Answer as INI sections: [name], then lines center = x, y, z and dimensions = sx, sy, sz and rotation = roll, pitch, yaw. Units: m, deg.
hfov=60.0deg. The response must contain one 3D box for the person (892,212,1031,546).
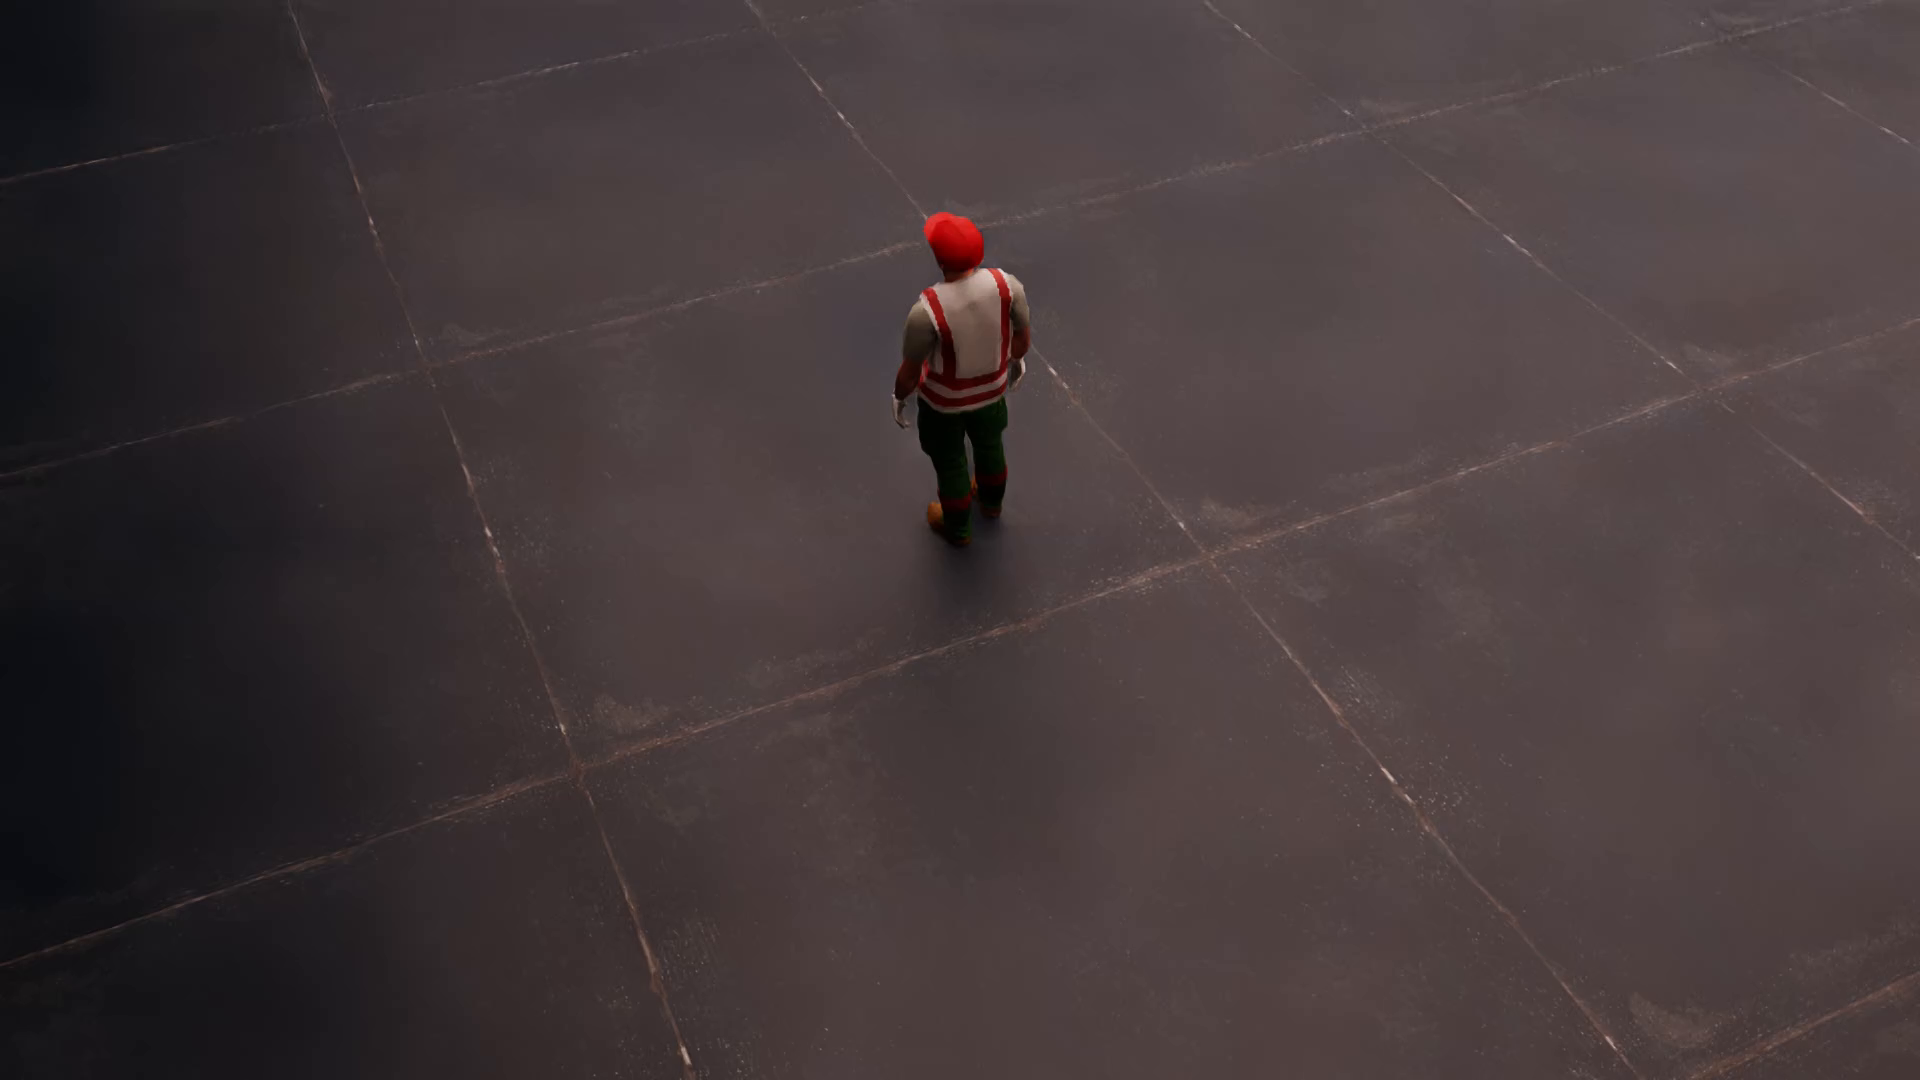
[person]
center = -0.024, -0.712, 7.270
dimensions = 0.637, 1.787, 0.563
rotation = -18, 46, -18
